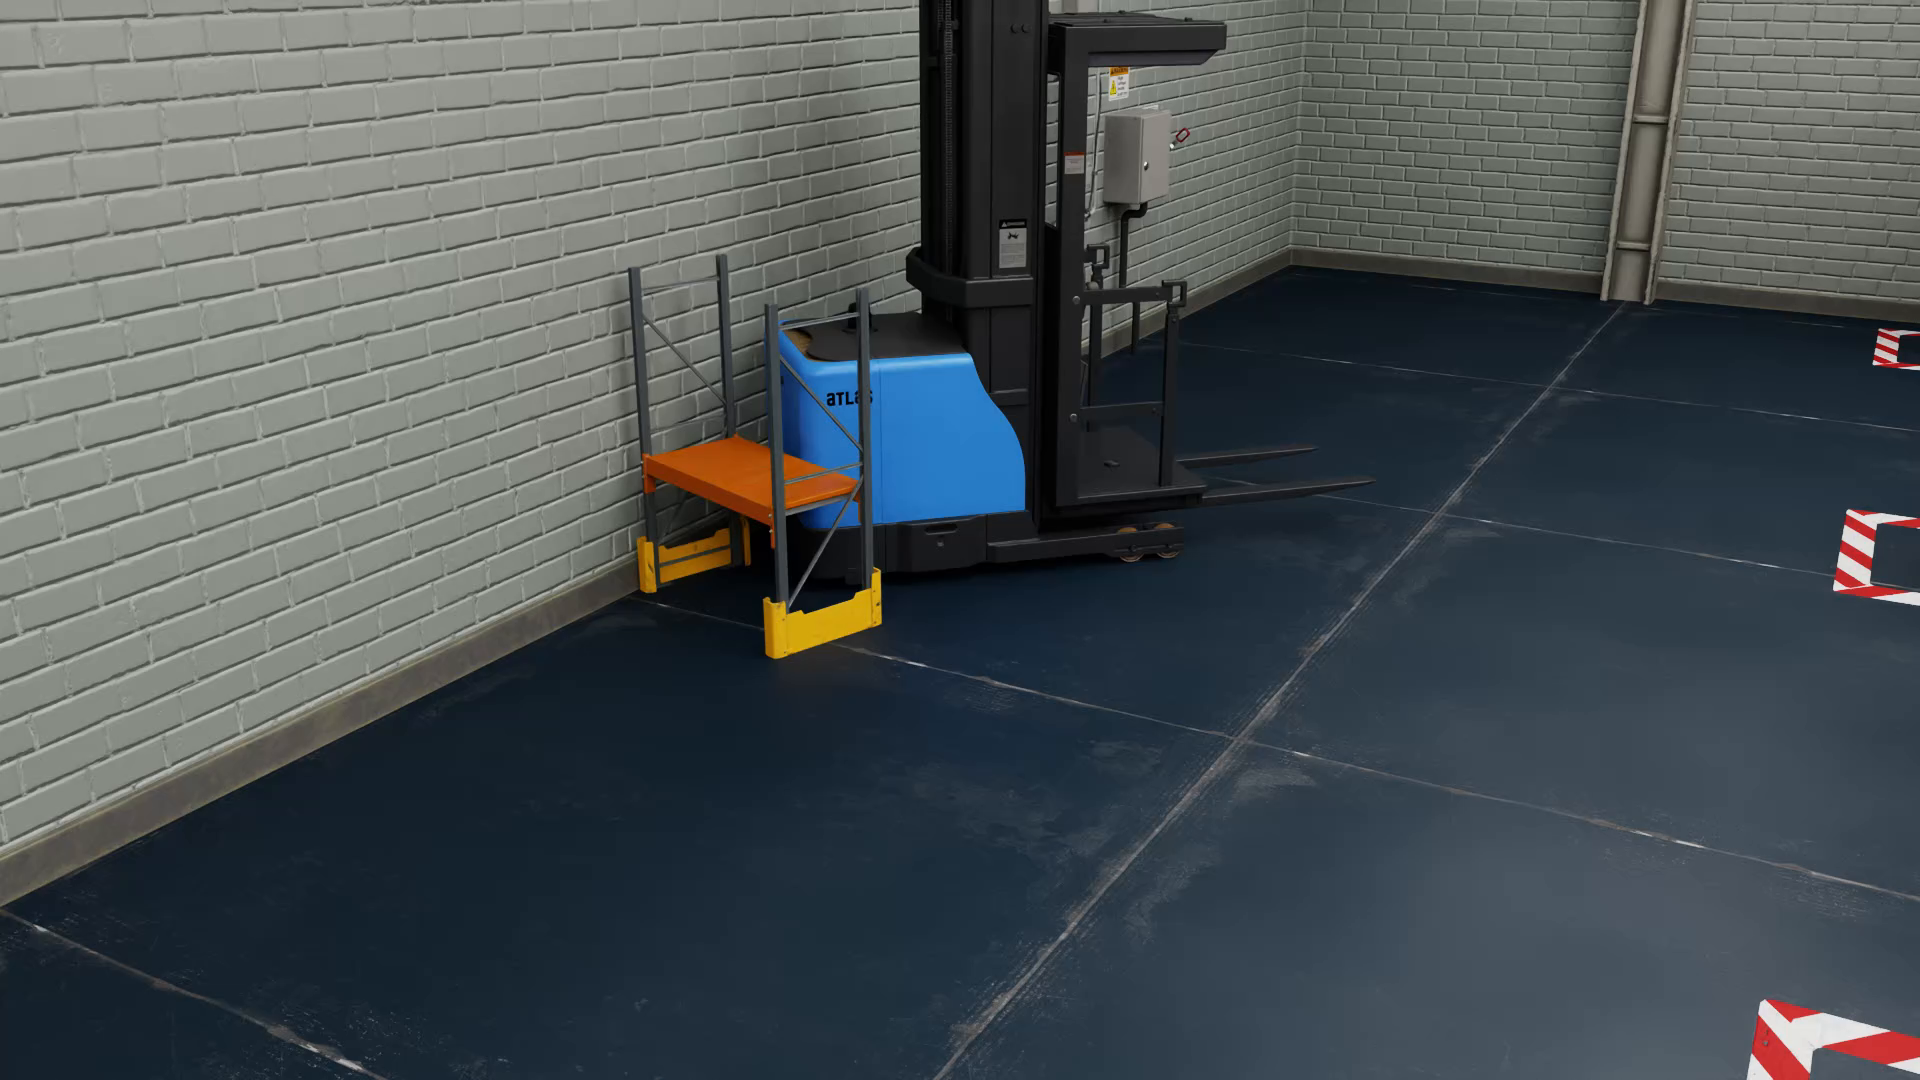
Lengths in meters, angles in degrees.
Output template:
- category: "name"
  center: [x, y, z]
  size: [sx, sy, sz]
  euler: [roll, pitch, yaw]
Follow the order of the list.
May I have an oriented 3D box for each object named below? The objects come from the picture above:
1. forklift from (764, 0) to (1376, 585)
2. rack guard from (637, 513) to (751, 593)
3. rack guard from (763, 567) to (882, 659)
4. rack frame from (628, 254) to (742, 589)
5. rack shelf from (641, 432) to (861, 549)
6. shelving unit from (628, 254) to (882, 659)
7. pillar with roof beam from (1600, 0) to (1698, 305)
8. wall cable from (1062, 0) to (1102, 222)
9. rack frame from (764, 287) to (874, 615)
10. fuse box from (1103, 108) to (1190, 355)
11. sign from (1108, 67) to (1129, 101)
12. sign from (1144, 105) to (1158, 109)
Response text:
- category: "forklift"
  center: [0.598, -1.437, 8.030]
  size: [3.031, 2.935, 1.130]
  euler: [-6, 21, -15]
- category: "rack guard"
  center: [-1.249, 0.055, 7.846]
  size: [0.587, 0.250, 0.087]
  euler: [-17, 26, -39]
- category: "rack guard"
  center: [-0.585, 0.308, 7.148]
  size: [0.587, 0.250, 0.087]
  euler: [-17, 26, -39]
- category: "rack frame"
  center: [-1.249, -0.533, 7.634]
  size: [0.500, 1.500, 0.032]
  euler: [-17, 26, -39]
- category: "rack shelf"
  center: [-0.910, -0.234, 7.339]
  size: [0.538, 0.185, 1.000]
  euler: [-17, 26, -39]
- category: "shelving unit"
  center: [-0.917, -0.406, 7.284]
  size: [0.587, 1.500, 1.083]
  euler: [-17, 26, -39]
- category: "pillar with roof beam"
  center: [3.494, -4.968, 8.865]
  size: [0.400, 9.000, 9.100]
  euler: [11, 23, 27]
- category: "wall cable"
  center: [0.838, -3.067, 10.932]
  size: [0.122, 1.984, 0.588]
  euler: [11, 23, 27]
- category: "rack frame"
  center: [-0.572, -0.274, 6.922]
  size: [0.500, 1.500, 0.032]
  euler: [-17, 26, -39]
- category: "fuse box"
  center: [1.308, -2.161, 11.813]
  size: [0.414, 1.711, 0.539]
  euler: [11, 23, 27]
- category: "sign"
  center: [1.100, -3.173, 11.502]
  size: [0.001, 0.242, 0.339]
  euler: [11, 23, 27]
- category: "sign"
  center: [1.368, -2.903, 12.110]
  size: [0.001, 0.494, 0.329]
  euler: [11, 23, 27]
